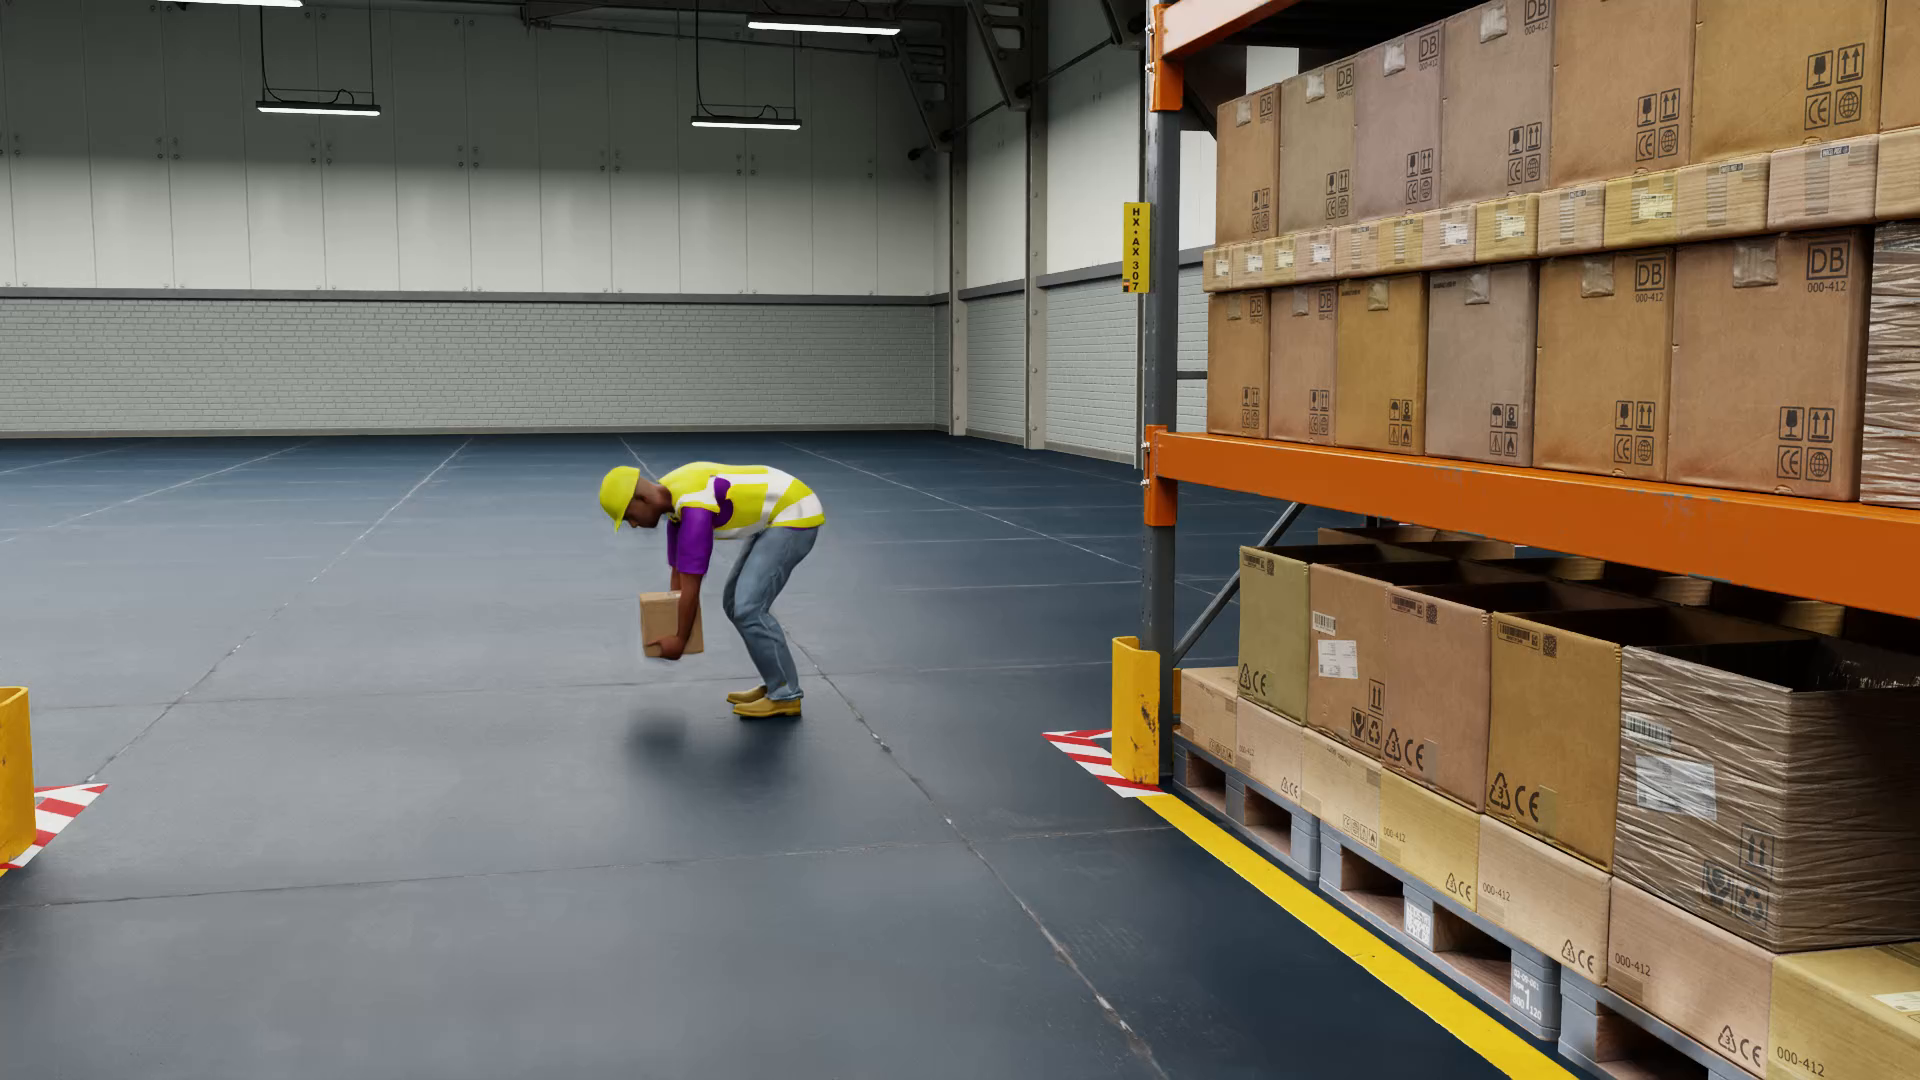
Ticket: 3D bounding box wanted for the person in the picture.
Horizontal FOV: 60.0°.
[{"bbox_3d":[-1.089,0.215,7.361,0.979,1.119,0.477,-2,6,-16],"label":"person"}]
